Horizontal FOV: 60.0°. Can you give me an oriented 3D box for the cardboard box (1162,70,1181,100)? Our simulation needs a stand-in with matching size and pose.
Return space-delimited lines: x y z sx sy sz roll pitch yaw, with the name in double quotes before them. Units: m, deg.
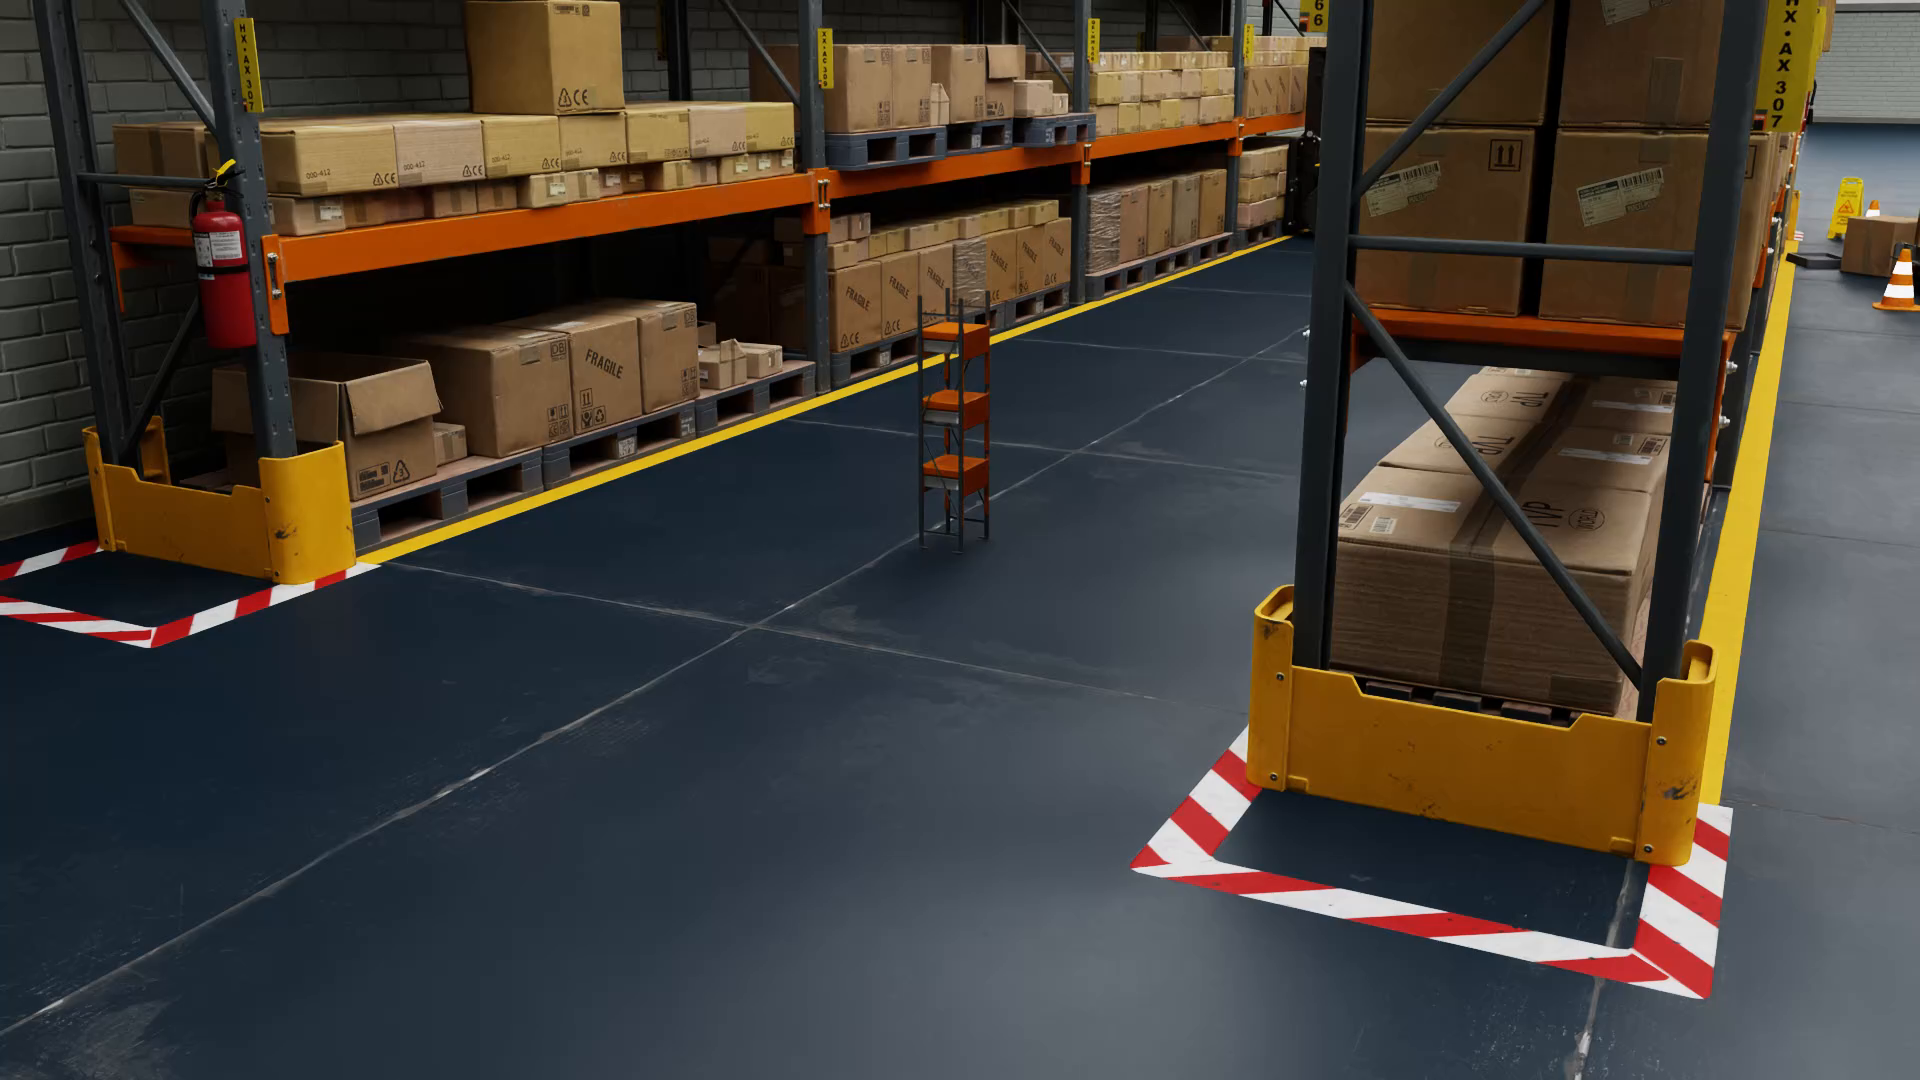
"cardboard box" 1.633 -4.034 14.725 0.500 0.250 0.500 8 18 26

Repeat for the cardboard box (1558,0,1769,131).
"cardboard box" 1.872 -1.338 4.329 0.500 0.500 0.500 8 18 24

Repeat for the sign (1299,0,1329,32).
"sign" 0.924 -1.466 4.242 0.100 0.325 0.005 8 18 25

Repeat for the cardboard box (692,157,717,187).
"cardboard box" -1.502 -1.939 8.724 0.380 0.149 0.250 9 19 27

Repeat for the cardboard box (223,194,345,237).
"cardboard box" -2.647 -1.284 6.519 0.380 0.149 0.250 8 18 25

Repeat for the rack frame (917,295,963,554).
"rack frame" -0.078 -0.459 6.724 0.200 1.050 0.008 8 18 25

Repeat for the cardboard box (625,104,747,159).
"cardboard box" -1.472 -2.155 8.751 0.500 0.250 0.500 8 18 26

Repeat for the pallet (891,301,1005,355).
"pallet" -0.379 -1.561 11.910 1.003 0.211 1.213 8 18 25

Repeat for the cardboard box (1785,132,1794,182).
"cardboard box" 4.328 -2.137 9.214 0.500 0.250 0.500 8 18 24

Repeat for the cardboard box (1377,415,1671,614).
"cardboard box" 2.010 -0.113 5.898 0.875 0.438 0.875 9 19 27

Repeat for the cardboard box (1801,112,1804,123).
"cardboard box" 7.773 -4.025 15.749 0.380 0.149 0.250 8 18 26

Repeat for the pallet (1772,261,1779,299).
"pallet" 6.418 -2.246 14.216 1.003 0.211 1.213 8 18 25

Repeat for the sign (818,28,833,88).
"sign" -0.763 -2.722 9.400 0.100 0.325 0.005 8 18 25

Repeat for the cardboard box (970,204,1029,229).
"cardboard box" 0.290 -2.414 12.397 0.380 0.149 0.250 7 18 24

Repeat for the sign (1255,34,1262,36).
"sign" 3.616 -5.956 20.149 0.100 0.325 0.005 8 18 25

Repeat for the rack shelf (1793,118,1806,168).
"rack shelf" 7.659 -3.946 16.305 1.077 0.370 4.000 8 18 25

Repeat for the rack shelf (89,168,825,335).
"rack shelf" -2.146 -1.520 8.137 1.077 0.370 4.000 8 18 25

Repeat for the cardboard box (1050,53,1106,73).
"cardboard box" 0.941 -3.796 13.220 0.380 0.149 0.250 9 19 27

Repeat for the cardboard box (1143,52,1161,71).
"cardboard box" 1.508 -4.126 14.332 0.380 0.149 0.250 9 19 27

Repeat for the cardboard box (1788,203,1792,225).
"cardboard box" 8.421 -3.437 17.420 0.500 0.250 0.500 8 18 25

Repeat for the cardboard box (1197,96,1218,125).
"cardboard box" 2.112 -4.050 15.654 0.500 0.250 0.500 8 18 25

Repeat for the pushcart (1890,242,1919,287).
"pushcart" 8.827 -2.247 13.927 1.648 0.377 0.936 2 17 6

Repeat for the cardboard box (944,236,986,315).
"cardboard box" -0.141 -1.867 11.693 0.500 0.500 0.500 7 18 23

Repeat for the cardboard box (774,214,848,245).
"cardboard box" -0.908 -1.896 10.130 0.380 0.149 0.250 8 18 24

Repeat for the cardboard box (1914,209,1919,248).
"cardboard box" 8.371 -2.727 13.998 0.500 0.500 0.500 8 18 25

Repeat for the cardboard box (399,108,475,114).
"cardboard box" -2.381 -1.967 8.119 0.500 0.250 0.500 8 18 25

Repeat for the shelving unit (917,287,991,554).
"shelving unit" -0.024 -0.490 6.829 0.215 1.050 0.252 8 18 25

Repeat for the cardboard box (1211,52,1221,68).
"cardboard box" 2.269 -4.587 15.886 0.380 0.149 0.250 8 18 25

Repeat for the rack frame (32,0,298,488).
"rack frame" -3.039 -1.355 6.319 1.000 3.000 0.127 8 18 25

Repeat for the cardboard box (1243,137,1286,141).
"cardboard box" 3.506 -4.567 19.469 0.500 0.250 0.500 8 18 25

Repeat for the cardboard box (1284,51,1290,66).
"cardboard box" 3.298 -5.141 17.750 0.380 0.149 0.250 7 18 24

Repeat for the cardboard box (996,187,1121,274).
"cardboard box" 0.826 -2.613 13.987 0.875 0.625 0.625 9 19 27

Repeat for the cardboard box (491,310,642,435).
"cardboard box" -1.939 -0.837 8.226 0.500 0.500 0.500 8 19 26

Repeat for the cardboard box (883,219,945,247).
"cardboard box" -0.326 -2.086 11.293 0.380 0.149 0.250 9 19 27

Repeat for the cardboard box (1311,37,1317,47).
"cardboard box" 3.768 -5.543 18.581 0.380 0.149 0.250 9 19 27

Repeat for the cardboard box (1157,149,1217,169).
"cardboard box" 2.369 -3.924 17.304 0.500 0.250 0.500 9 19 26

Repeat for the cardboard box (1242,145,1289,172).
"cardboard box" 3.269 -4.115 17.946 0.500 0.250 0.500 9 19 27

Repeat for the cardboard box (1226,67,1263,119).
"cardboard box" 2.754 -4.540 16.865 0.500 0.500 0.500 8 18 24

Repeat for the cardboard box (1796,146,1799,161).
"cardboard box" 7.608 -3.606 15.533 0.380 0.149 0.250 9 19 27

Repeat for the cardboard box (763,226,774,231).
"cardboard box" -1.132 -1.949 10.832 0.380 0.149 0.250 8 18 26

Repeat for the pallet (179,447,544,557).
"pallet" -2.650 -0.241 7.465 1.003 0.211 1.213 8 18 25

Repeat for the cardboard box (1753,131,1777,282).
"cardboard box" 2.319 -1.118 5.345 0.500 0.500 0.500 8 18 25

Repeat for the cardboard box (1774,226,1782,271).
"cardboard box" 6.214 -2.405 13.733 0.950 0.372 0.625 9 19 29

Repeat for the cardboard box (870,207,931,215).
"cardboard box" -0.437 -2.346 12.168 0.380 0.149 0.250 8 18 24

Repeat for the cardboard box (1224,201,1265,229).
"cardboard box" 2.835 -3.376 17.215 0.500 0.250 0.500 8 18 26

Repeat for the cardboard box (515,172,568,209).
"cardboard box" -2.027 -1.605 7.603 0.380 0.149 0.250 8 18 24

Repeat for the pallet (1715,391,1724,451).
"pallet" 3.467 -0.613 8.717 1.003 0.211 1.213 8 18 25

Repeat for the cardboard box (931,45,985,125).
"cardboard box" -0.254 -3.050 11.112 0.700 0.500 0.500 8 18 25

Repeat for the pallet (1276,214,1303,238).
"pallet" 3.259 -3.584 18.721 1.003 0.211 1.213 8 18 25

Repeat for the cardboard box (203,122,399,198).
"cardboard box" -2.596 -1.507 6.572 0.500 0.250 0.500 8 18 26

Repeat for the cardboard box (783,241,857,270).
"cardboard box" -0.854 -1.746 10.147 0.380 0.149 0.250 9 19 28

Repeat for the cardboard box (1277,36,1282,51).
"cardboard box" 3.171 -5.223 17.504 0.380 0.149 0.250 8 18 24

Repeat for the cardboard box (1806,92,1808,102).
"cardboard box" 8.556 -4.817 17.277 0.500 0.500 0.500 8 18 24

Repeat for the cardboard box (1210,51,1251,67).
"cardboard box" 2.700 -4.818 16.664 0.380 0.149 0.250 8 18 24

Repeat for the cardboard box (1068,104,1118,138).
"cardboard box" 0.952 -3.403 13.477 0.500 0.250 0.500 8 18 26

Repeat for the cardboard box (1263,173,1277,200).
"cardboard box" 3.038 -3.747 17.586 0.500 0.250 0.500 8 18 25

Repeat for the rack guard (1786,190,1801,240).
"rack guard" 8.518 -3.583 18.208 1.175 0.500 0.348 8 18 25
